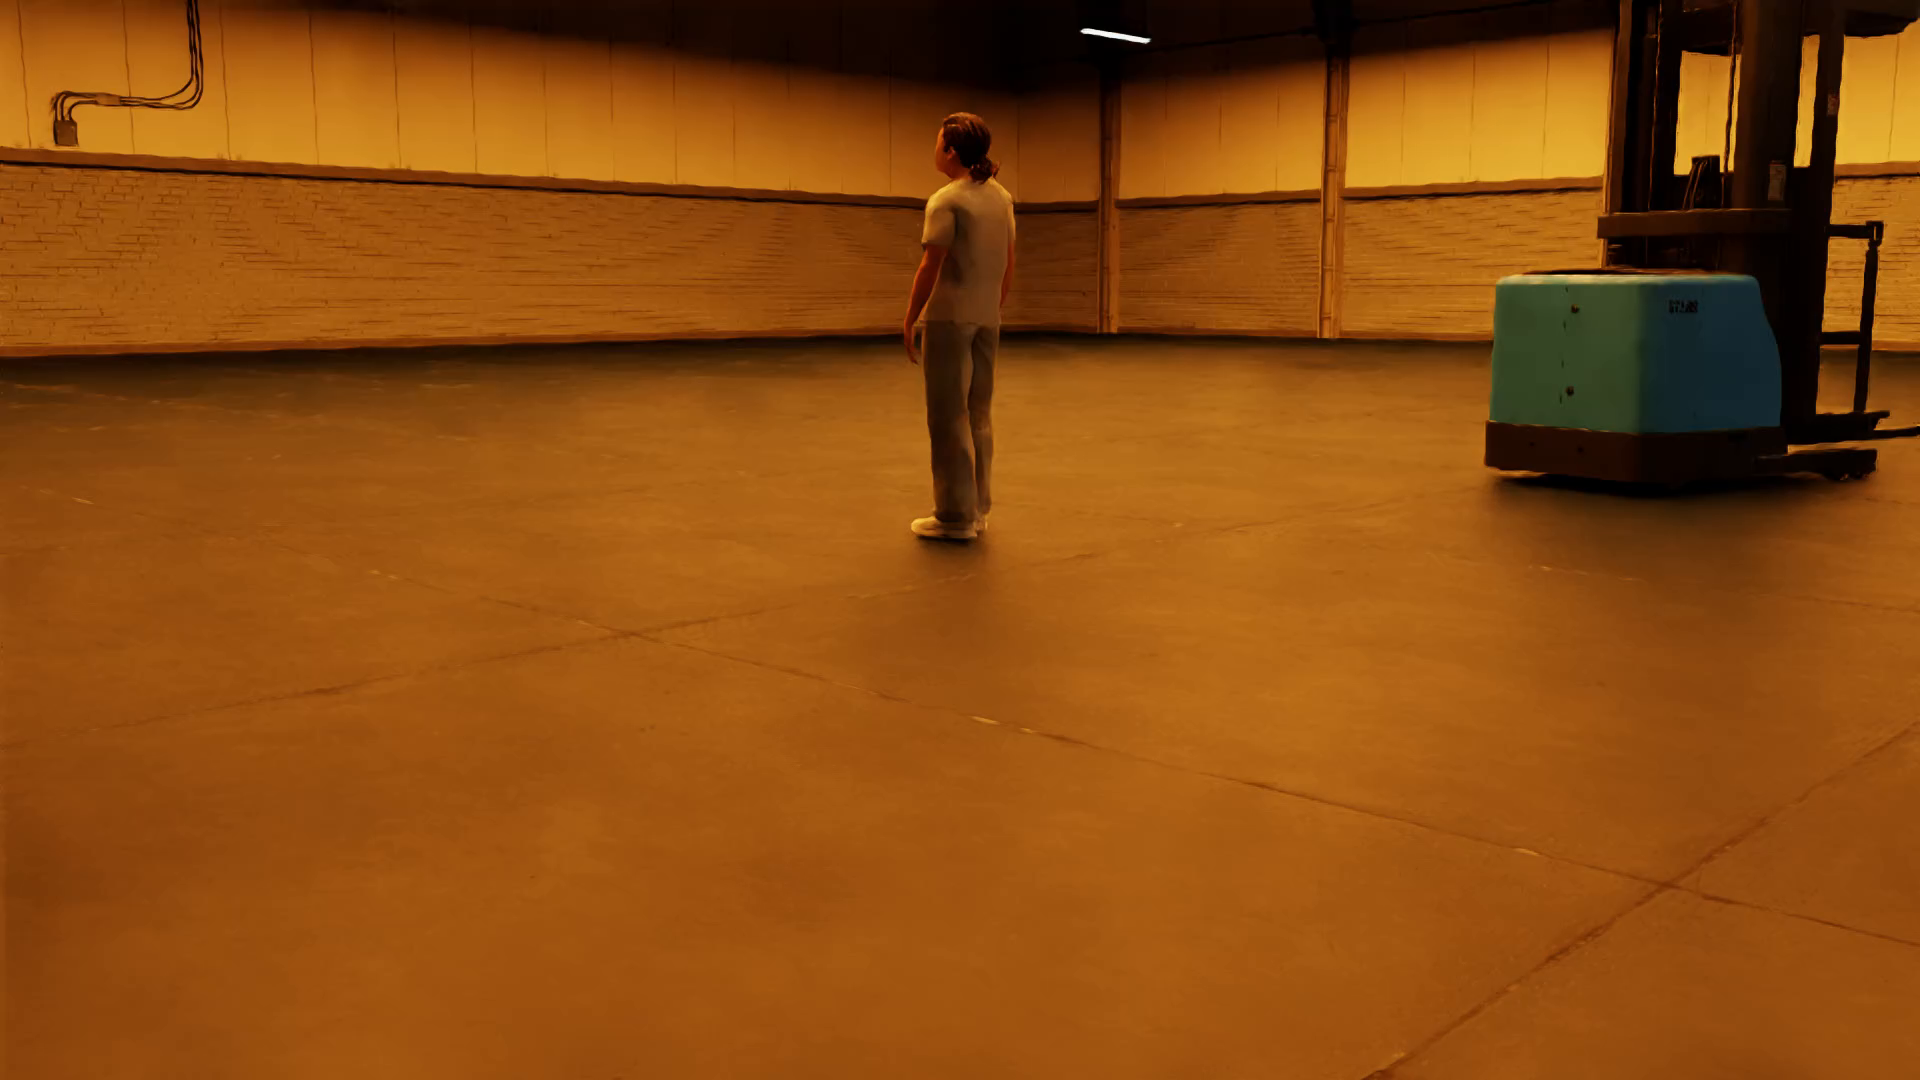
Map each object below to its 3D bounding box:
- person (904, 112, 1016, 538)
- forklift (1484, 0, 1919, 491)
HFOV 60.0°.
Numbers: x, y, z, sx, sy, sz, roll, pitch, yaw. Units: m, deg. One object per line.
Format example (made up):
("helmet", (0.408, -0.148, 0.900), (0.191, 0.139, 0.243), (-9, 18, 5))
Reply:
("person", (-0.044, -0.839, 6.653), (0.548, 1.663, 0.550), (8, 12, 43))
("forklift", (4.332, -1.828, 9.013), (3.031, 2.935, 1.130), (-5, 10, -30))
